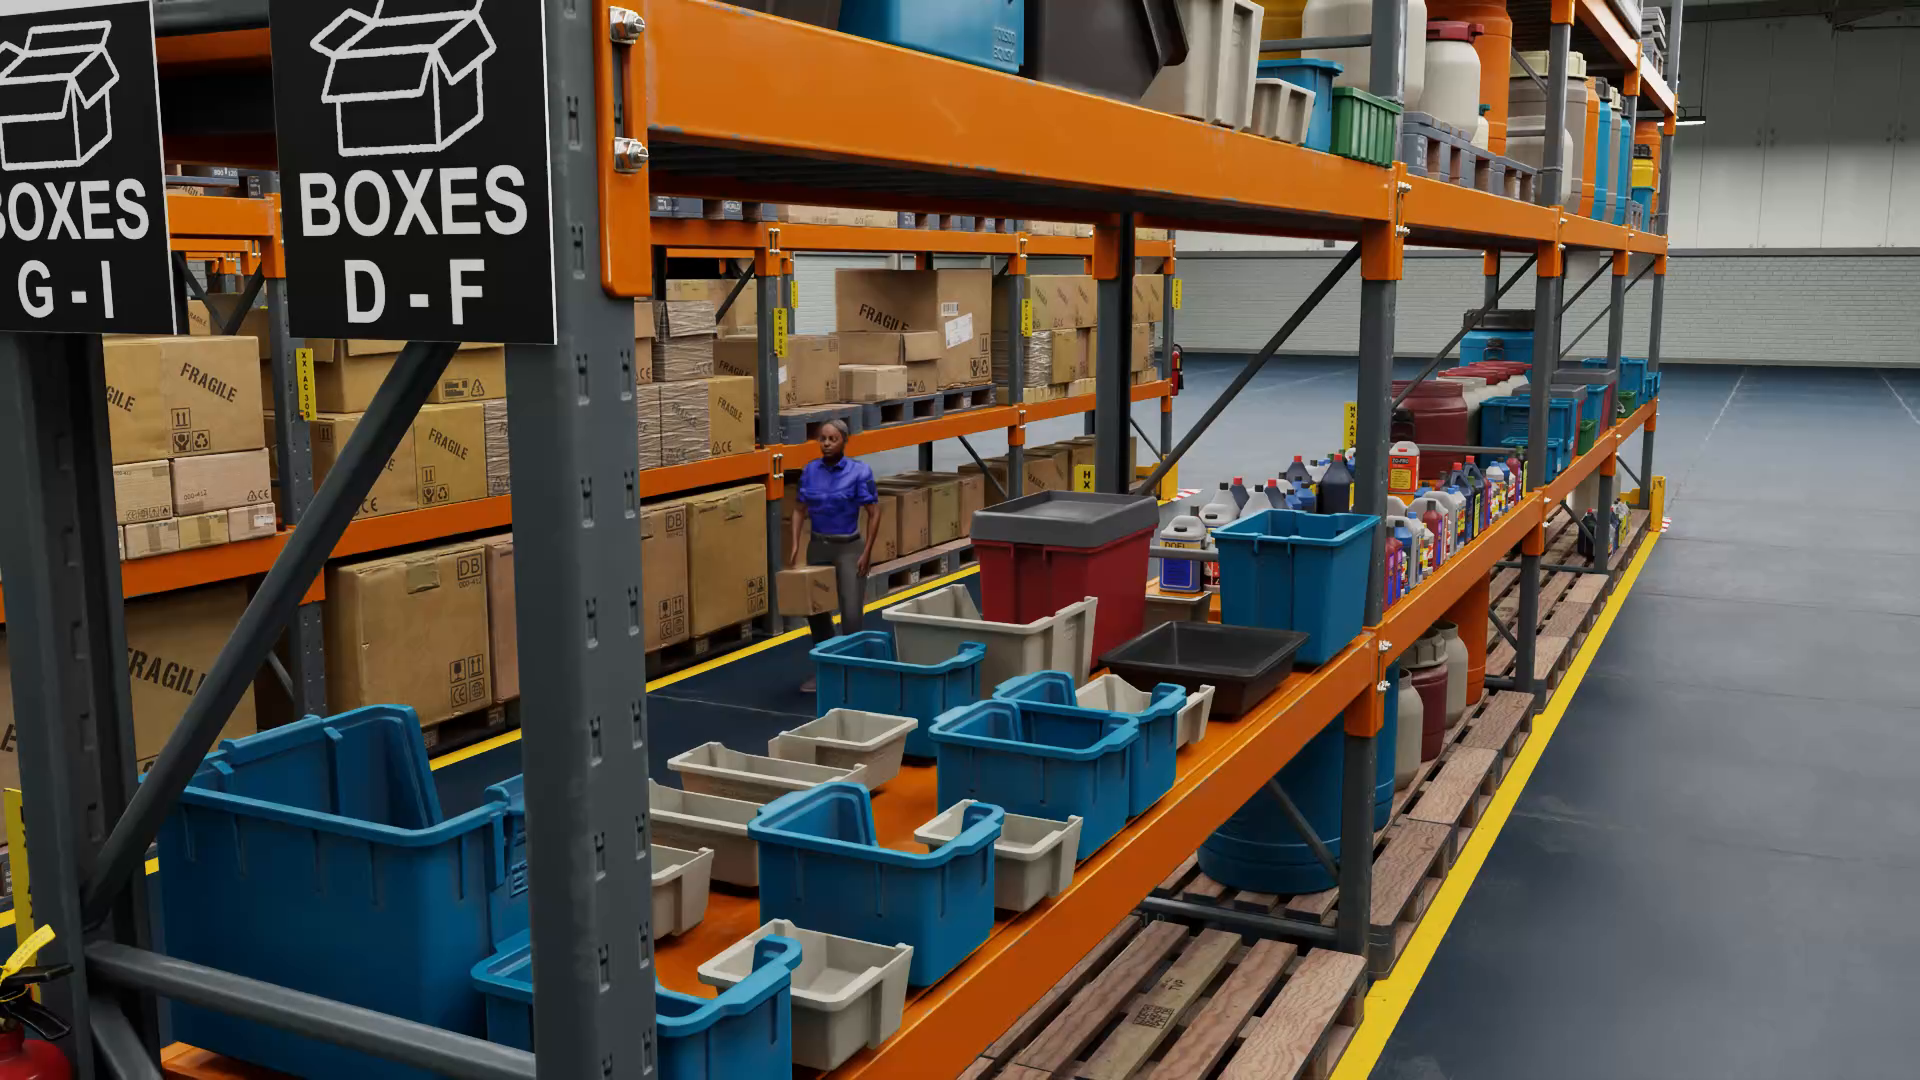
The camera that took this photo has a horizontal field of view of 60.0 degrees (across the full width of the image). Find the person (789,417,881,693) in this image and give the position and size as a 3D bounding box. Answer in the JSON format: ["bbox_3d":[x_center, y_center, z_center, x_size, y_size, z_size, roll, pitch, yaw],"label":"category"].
[{"bbox_3d":[-0.741,0.108,9.750,0.539,1.651,0.480,3,10,19],"label":"person"}]
